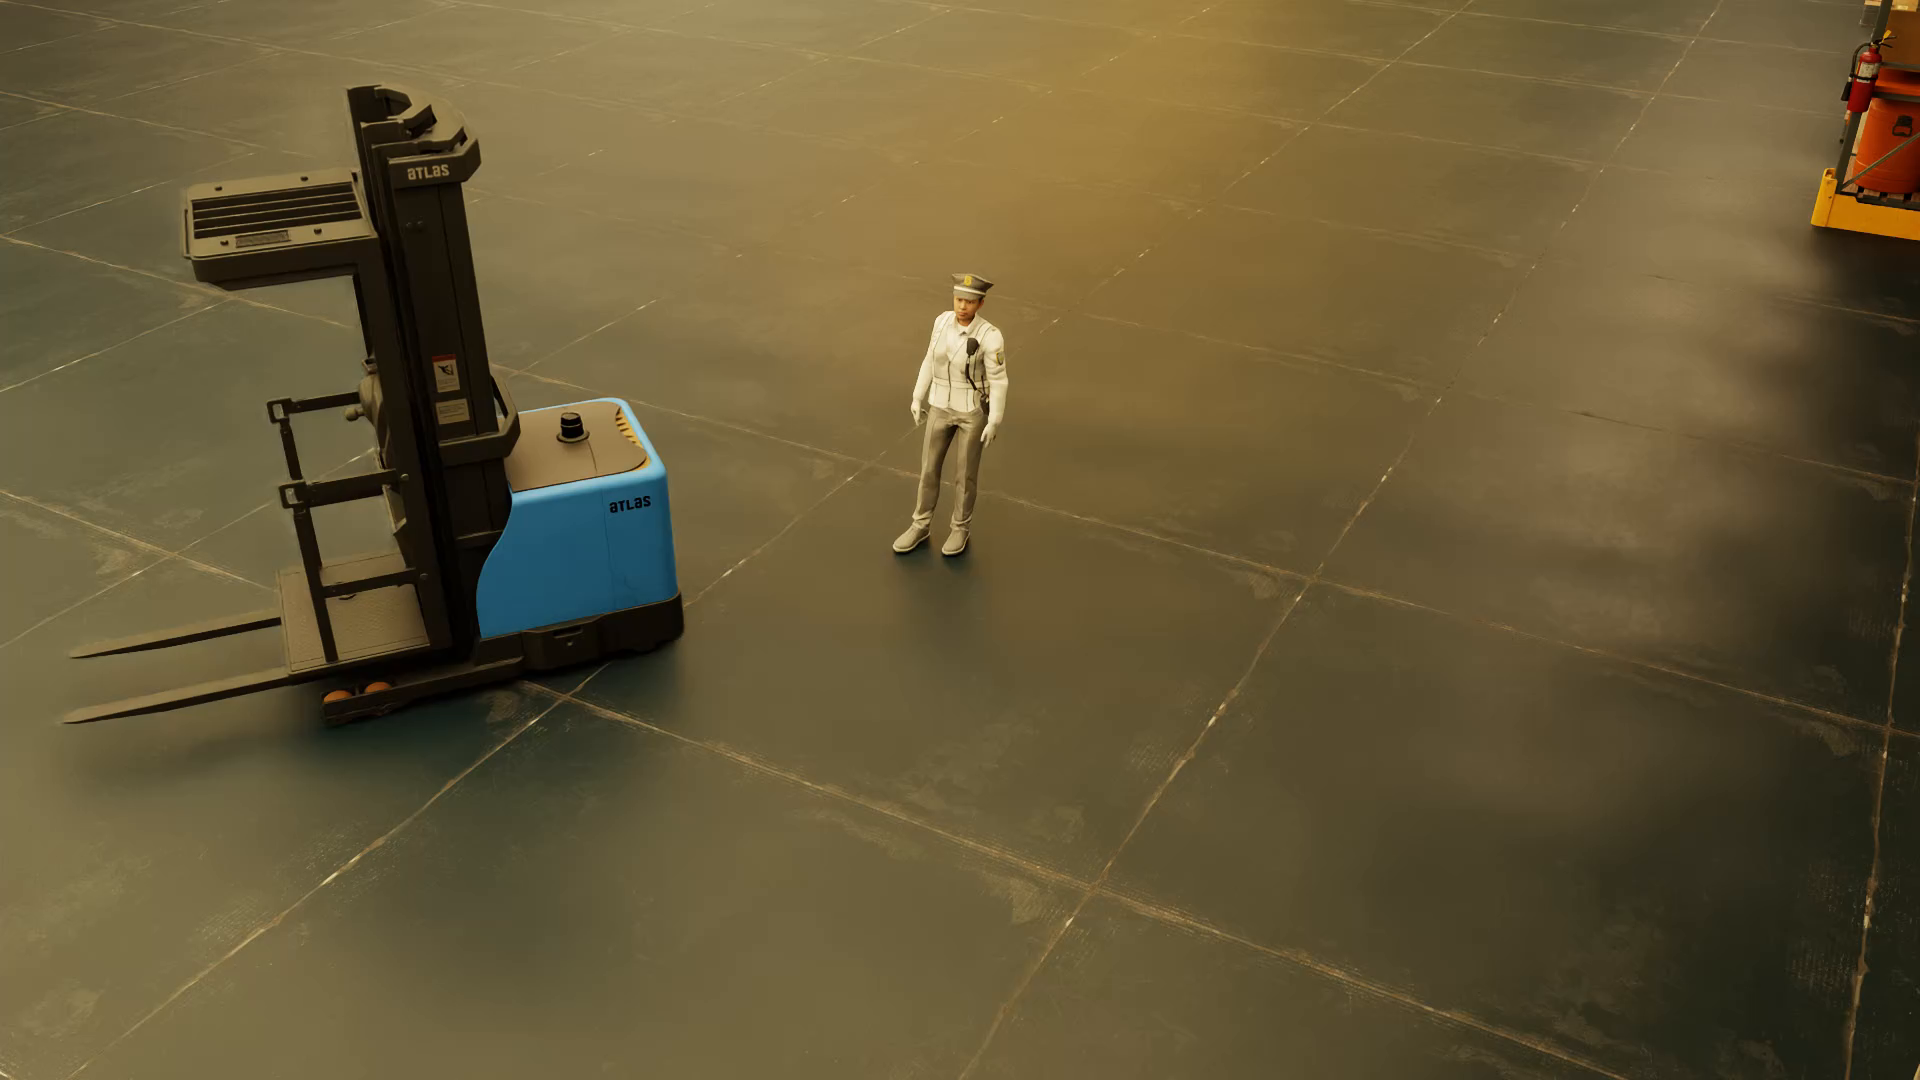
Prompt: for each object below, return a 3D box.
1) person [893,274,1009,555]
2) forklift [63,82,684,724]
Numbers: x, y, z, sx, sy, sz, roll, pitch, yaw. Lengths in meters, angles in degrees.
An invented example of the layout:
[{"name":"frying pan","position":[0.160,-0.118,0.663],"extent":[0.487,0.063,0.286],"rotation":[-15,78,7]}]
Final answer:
[{"name":"person","position":[-0.038,-0.712,9.528],"extent":[0.588,1.696,0.533],"rotation":[15,33,25]},{"name":"forklift","position":[-3.063,-0.641,8.182],"extent":[3.031,2.935,1.130],"rotation":[-12,32,-20]}]
